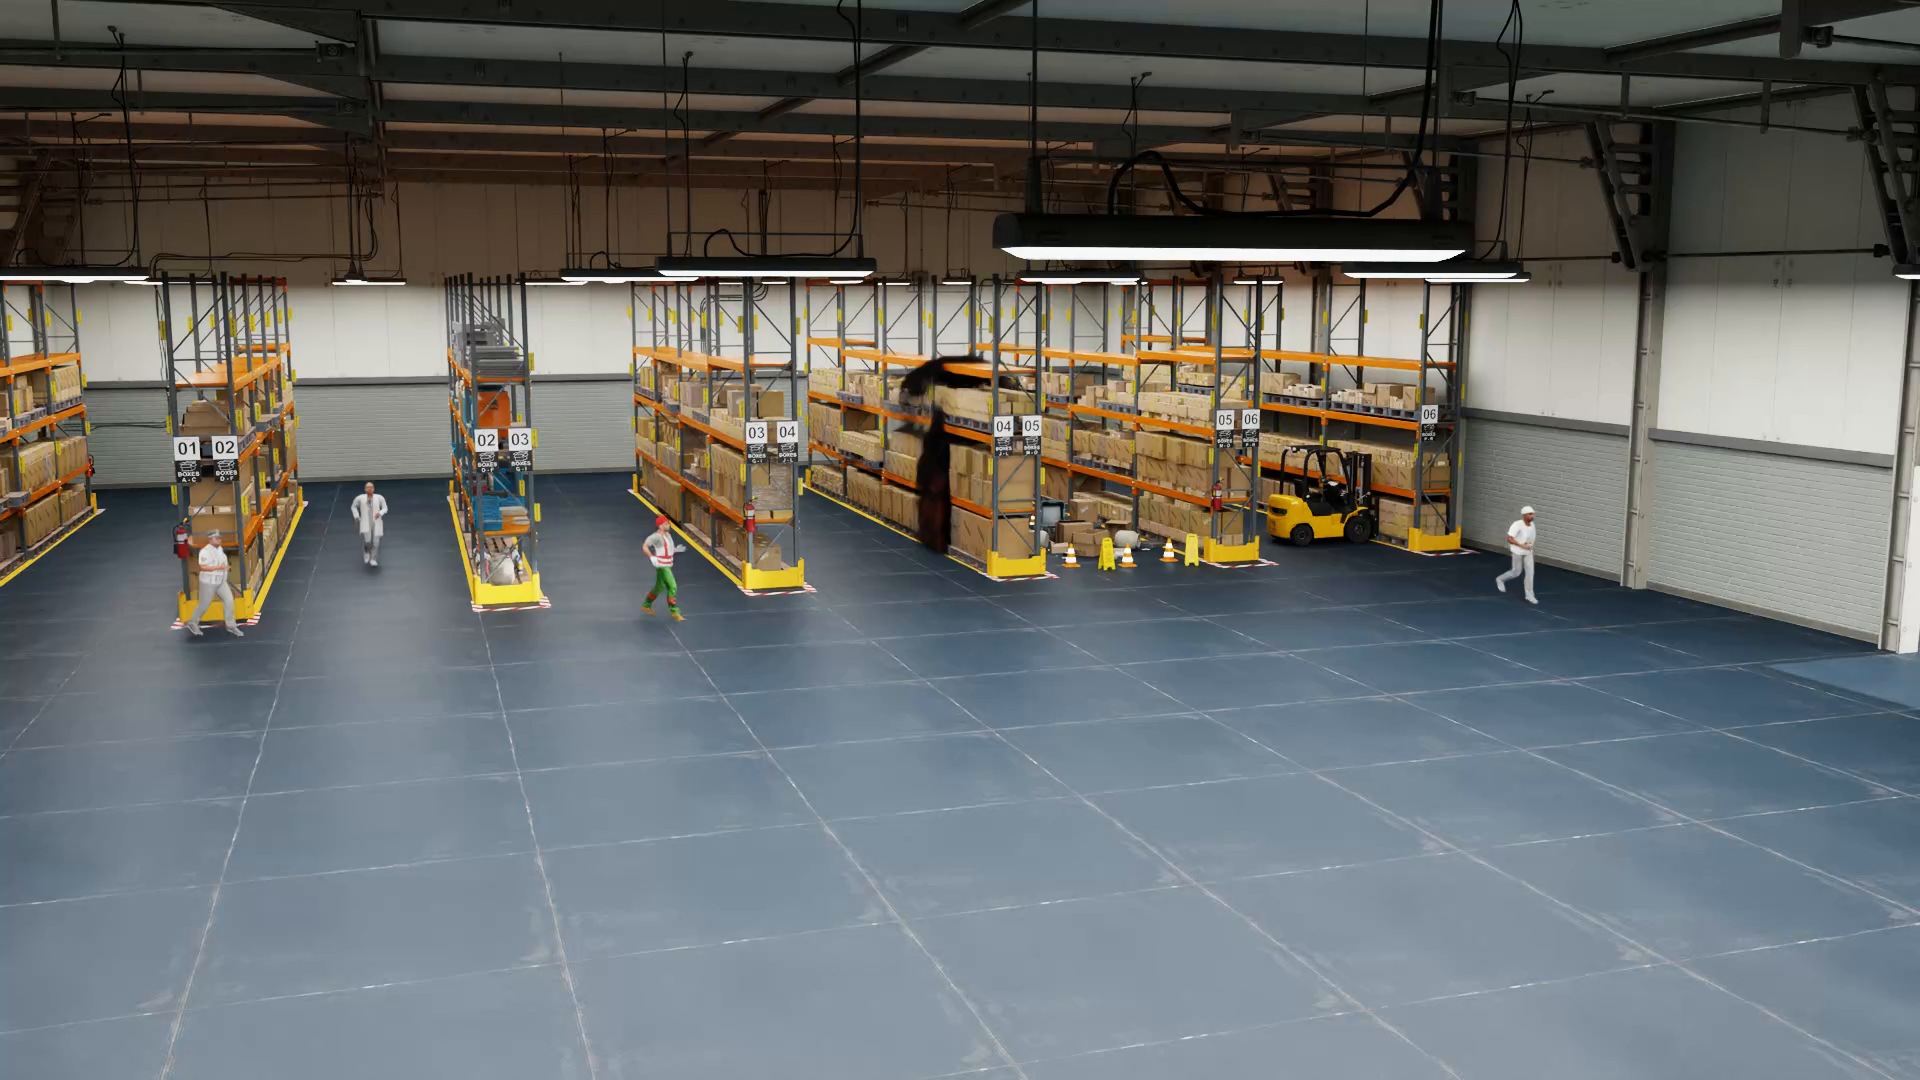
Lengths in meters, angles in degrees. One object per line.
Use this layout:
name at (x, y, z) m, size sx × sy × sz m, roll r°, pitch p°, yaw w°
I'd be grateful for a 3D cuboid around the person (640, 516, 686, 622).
person at (-5.158, 0.491, 28.872) m, size 0.835 × 1.842 × 0.639 m, roll 1°, pitch 9°, yaw 8°

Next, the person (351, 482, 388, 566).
person at (-12.190, -0.319, 34.420) m, size 0.703 × 1.736 × 0.623 m, roll -4°, pitch 9°, yaw -24°

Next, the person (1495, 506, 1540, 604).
person at (10.344, 0.240, 30.684) m, size 0.725 × 1.757 × 1.011 m, roll -5°, pitch 10°, yaw -31°

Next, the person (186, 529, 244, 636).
person at (-12.336, 0.707, 27.444) m, size 0.938 × 1.791 × 0.611 m, roll 3°, pitch 9°, yaw 16°
